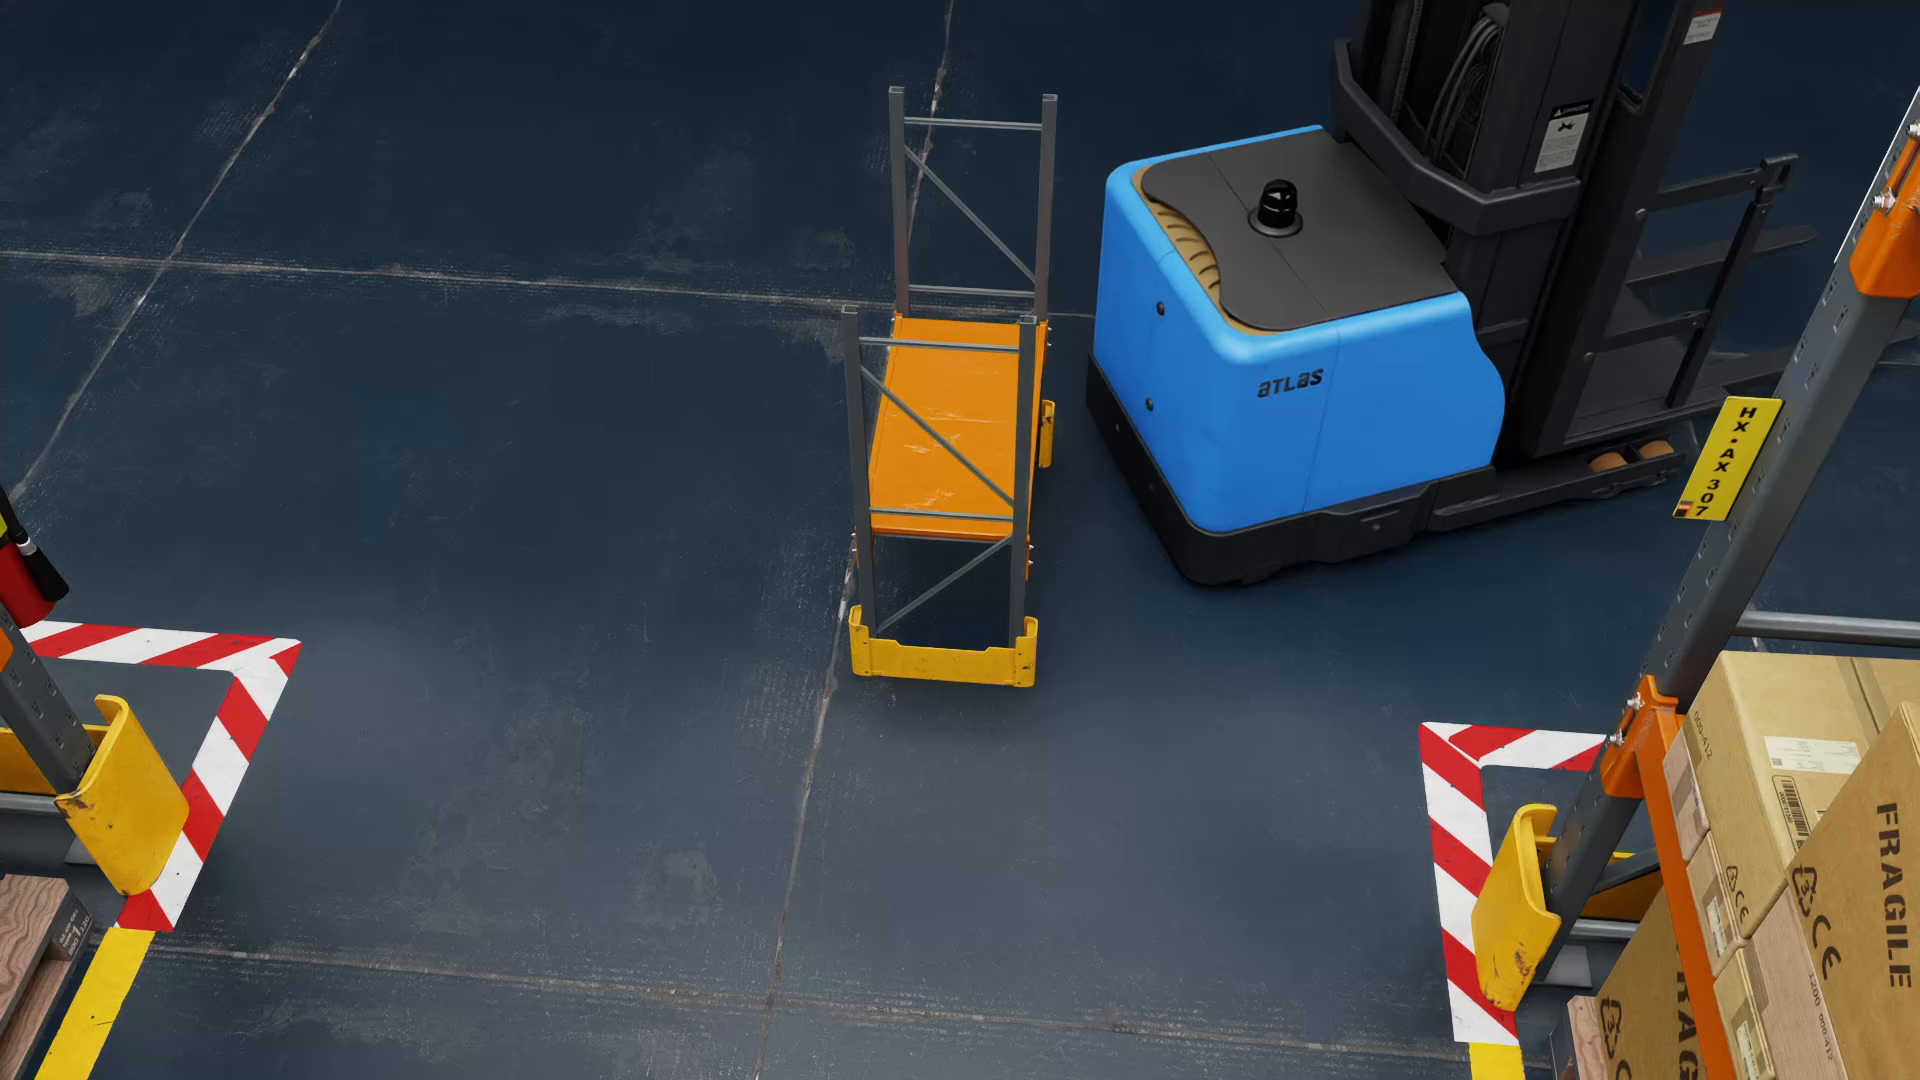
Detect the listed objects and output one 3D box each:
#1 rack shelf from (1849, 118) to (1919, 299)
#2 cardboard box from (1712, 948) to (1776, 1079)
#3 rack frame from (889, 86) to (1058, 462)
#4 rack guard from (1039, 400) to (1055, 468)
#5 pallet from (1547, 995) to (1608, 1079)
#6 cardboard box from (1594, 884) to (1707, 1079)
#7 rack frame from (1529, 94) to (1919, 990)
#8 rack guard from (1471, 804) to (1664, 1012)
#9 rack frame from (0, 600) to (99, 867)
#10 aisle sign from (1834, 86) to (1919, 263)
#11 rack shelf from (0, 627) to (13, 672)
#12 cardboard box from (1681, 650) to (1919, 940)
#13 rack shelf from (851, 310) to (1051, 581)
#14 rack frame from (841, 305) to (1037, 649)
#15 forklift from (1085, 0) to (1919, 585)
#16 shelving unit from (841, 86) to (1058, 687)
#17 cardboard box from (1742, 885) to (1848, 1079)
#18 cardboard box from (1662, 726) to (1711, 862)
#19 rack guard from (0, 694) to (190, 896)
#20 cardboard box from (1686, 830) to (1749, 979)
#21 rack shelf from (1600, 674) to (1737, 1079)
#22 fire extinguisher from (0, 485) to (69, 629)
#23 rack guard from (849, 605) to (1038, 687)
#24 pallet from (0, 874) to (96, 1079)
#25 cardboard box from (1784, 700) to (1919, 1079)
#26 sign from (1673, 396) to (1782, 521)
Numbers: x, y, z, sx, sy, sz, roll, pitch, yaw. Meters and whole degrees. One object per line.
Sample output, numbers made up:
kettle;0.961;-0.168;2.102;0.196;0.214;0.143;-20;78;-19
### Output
rack shelf;1.851;0.907;1.342;1.077;0.370;4.000;4;48;4
cardboard box;1.628;0.907;3.058;0.380;0.149;0.250;3;48;3
rack frame;0.039;-0.817;5.481;0.500;1.500;0.032;4;48;4
rack guard;0.038;-0.394;5.941;0.587;0.250;0.087;4;48;4
pallet;2.038;1.741;4.015;1.003;0.211;1.213;4;48;4
cardboard box;2.055;1.258;3.722;0.875;0.875;0.875;4;48;4
rack frame;2.033;0.207;3.528;1.000;3.000;0.127;4;48;4
rack guard;2.036;1.033;4.466;1.175;0.500;0.348;4;48;4
rack frame;-2.899;-0.126;3.833;1.000;3.000;0.127;4;48;4
aisle sign;1.741;-0.743;2.635;0.394;0.787;0.004;4;48;4
rack shelf;-3.081;1.586;2.754;1.077;0.370;4.000;4;48;4
cardboard box;1.721;0.492;3.167;0.500;0.250;0.500;3;48;2
rack shelf;-0.008;-0.322;5.272;0.538;0.185;1.000;4;48;4
rack frame;-0.054;-0.070;4.798;0.500;1.500;0.032;4;48;4
forklift;2.036;-1.493;5.129;3.031;2.935;1.130;-14;49;-12
shelving unit;-0.007;-0.450;5.145;0.587;1.500;1.083;4;48;4
cardboard box;1.680;0.874;2.818;0.500;0.250;0.500;3;48;3
cardboard box;1.672;0.530;3.402;0.380;0.149;0.250;4;48;4
rack guard;-2.910;0.699;4.772;1.175;0.500;0.348;4;48;4
cardboard box;1.651;0.719;3.230;0.380;0.149;0.250;3;48;3
rack shelf;1.851;1.919;2.449;1.077;0.370;4.000;4;48;4
fire extinguisher;-2.433;-0.054;4.072;0.296;0.674;0.183;4;48;4
rack guard;-0.052;0.338;5.272;0.587;0.250;0.087;4;48;4
pallet;-3.013;1.418;4.310;1.003;0.211;1.213;4;48;4
cardboard box;1.675;0.606;2.555;0.500;0.500;0.500;3;48;3
sign;1.481;-0.154;3.217;0.100;0.325;0.005;4;48;4
